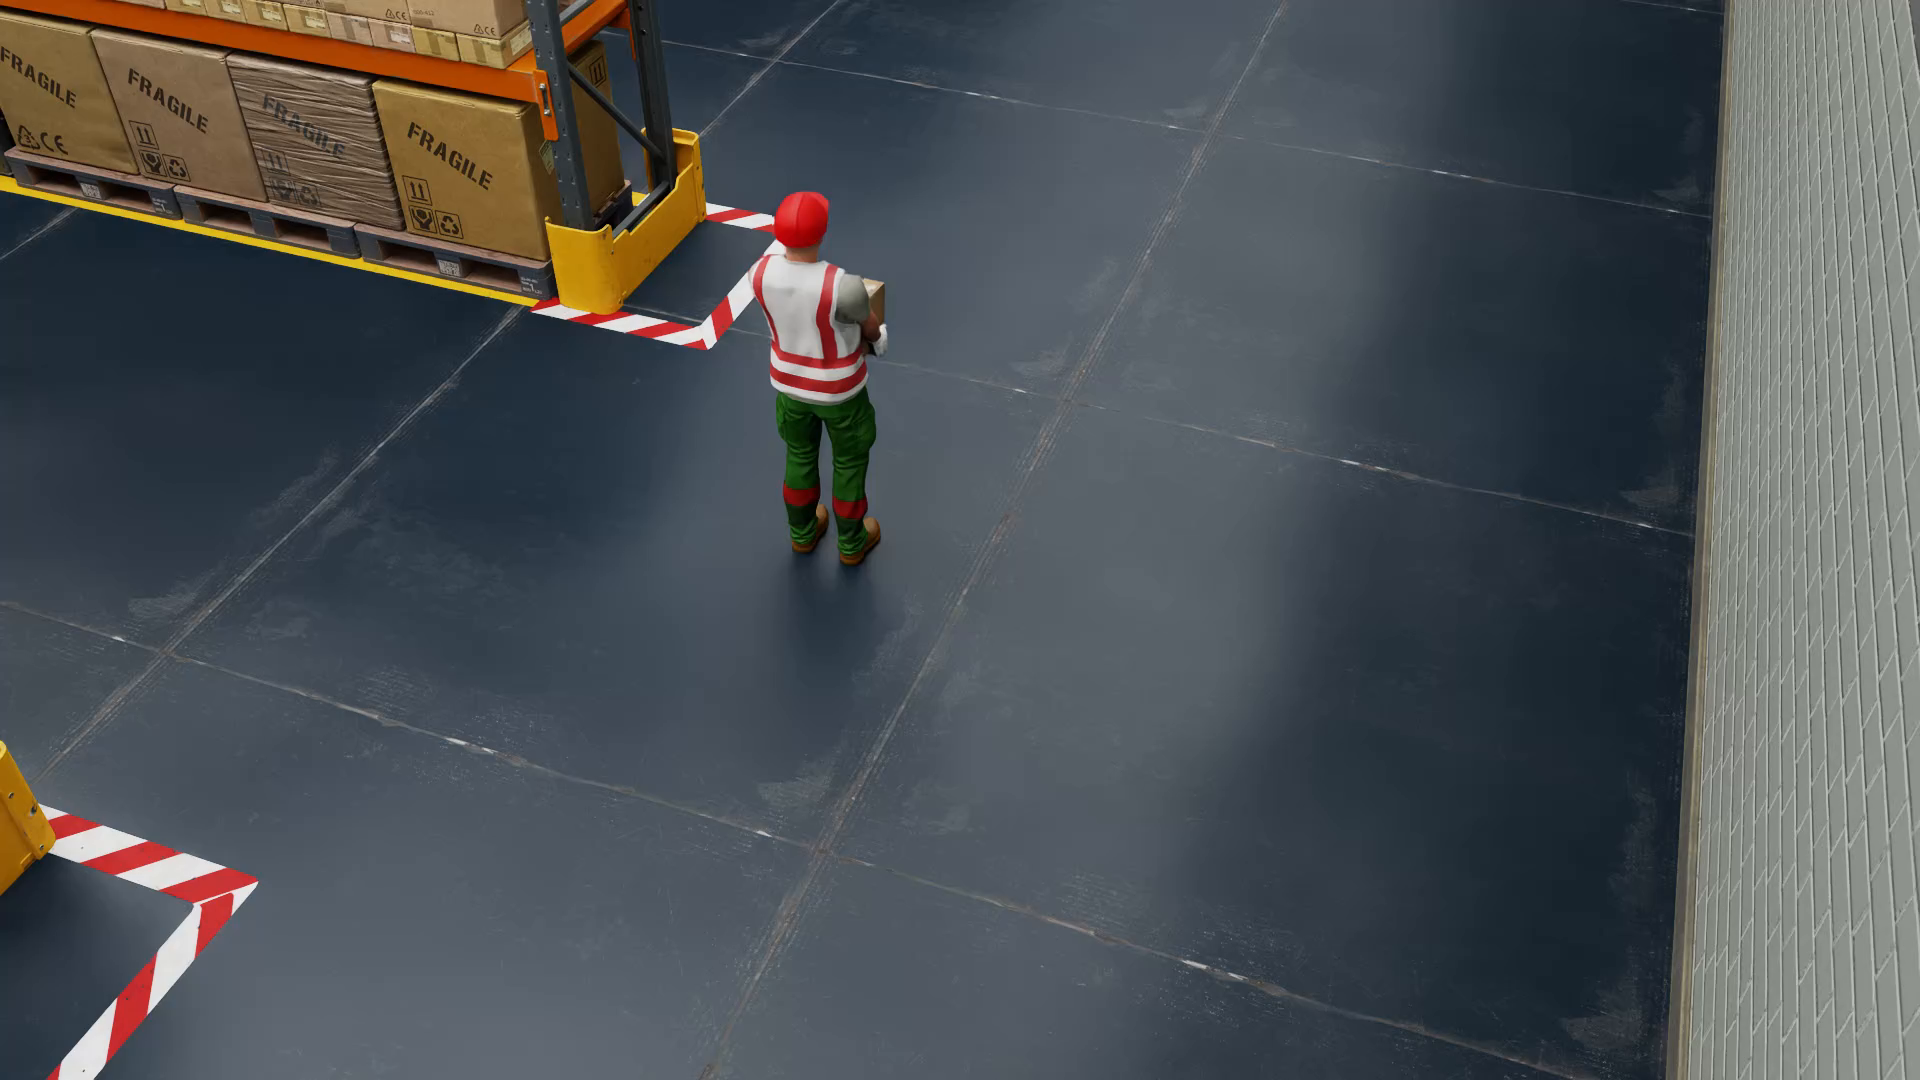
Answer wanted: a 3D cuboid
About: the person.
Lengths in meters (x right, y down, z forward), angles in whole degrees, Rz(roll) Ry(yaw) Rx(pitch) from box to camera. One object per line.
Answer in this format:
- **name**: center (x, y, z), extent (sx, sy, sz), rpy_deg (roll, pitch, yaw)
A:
- **person**: center (-0.552, -0.721, 6.967), extent (0.495, 1.785, 0.561), rpy_deg (14, 43, 15)
